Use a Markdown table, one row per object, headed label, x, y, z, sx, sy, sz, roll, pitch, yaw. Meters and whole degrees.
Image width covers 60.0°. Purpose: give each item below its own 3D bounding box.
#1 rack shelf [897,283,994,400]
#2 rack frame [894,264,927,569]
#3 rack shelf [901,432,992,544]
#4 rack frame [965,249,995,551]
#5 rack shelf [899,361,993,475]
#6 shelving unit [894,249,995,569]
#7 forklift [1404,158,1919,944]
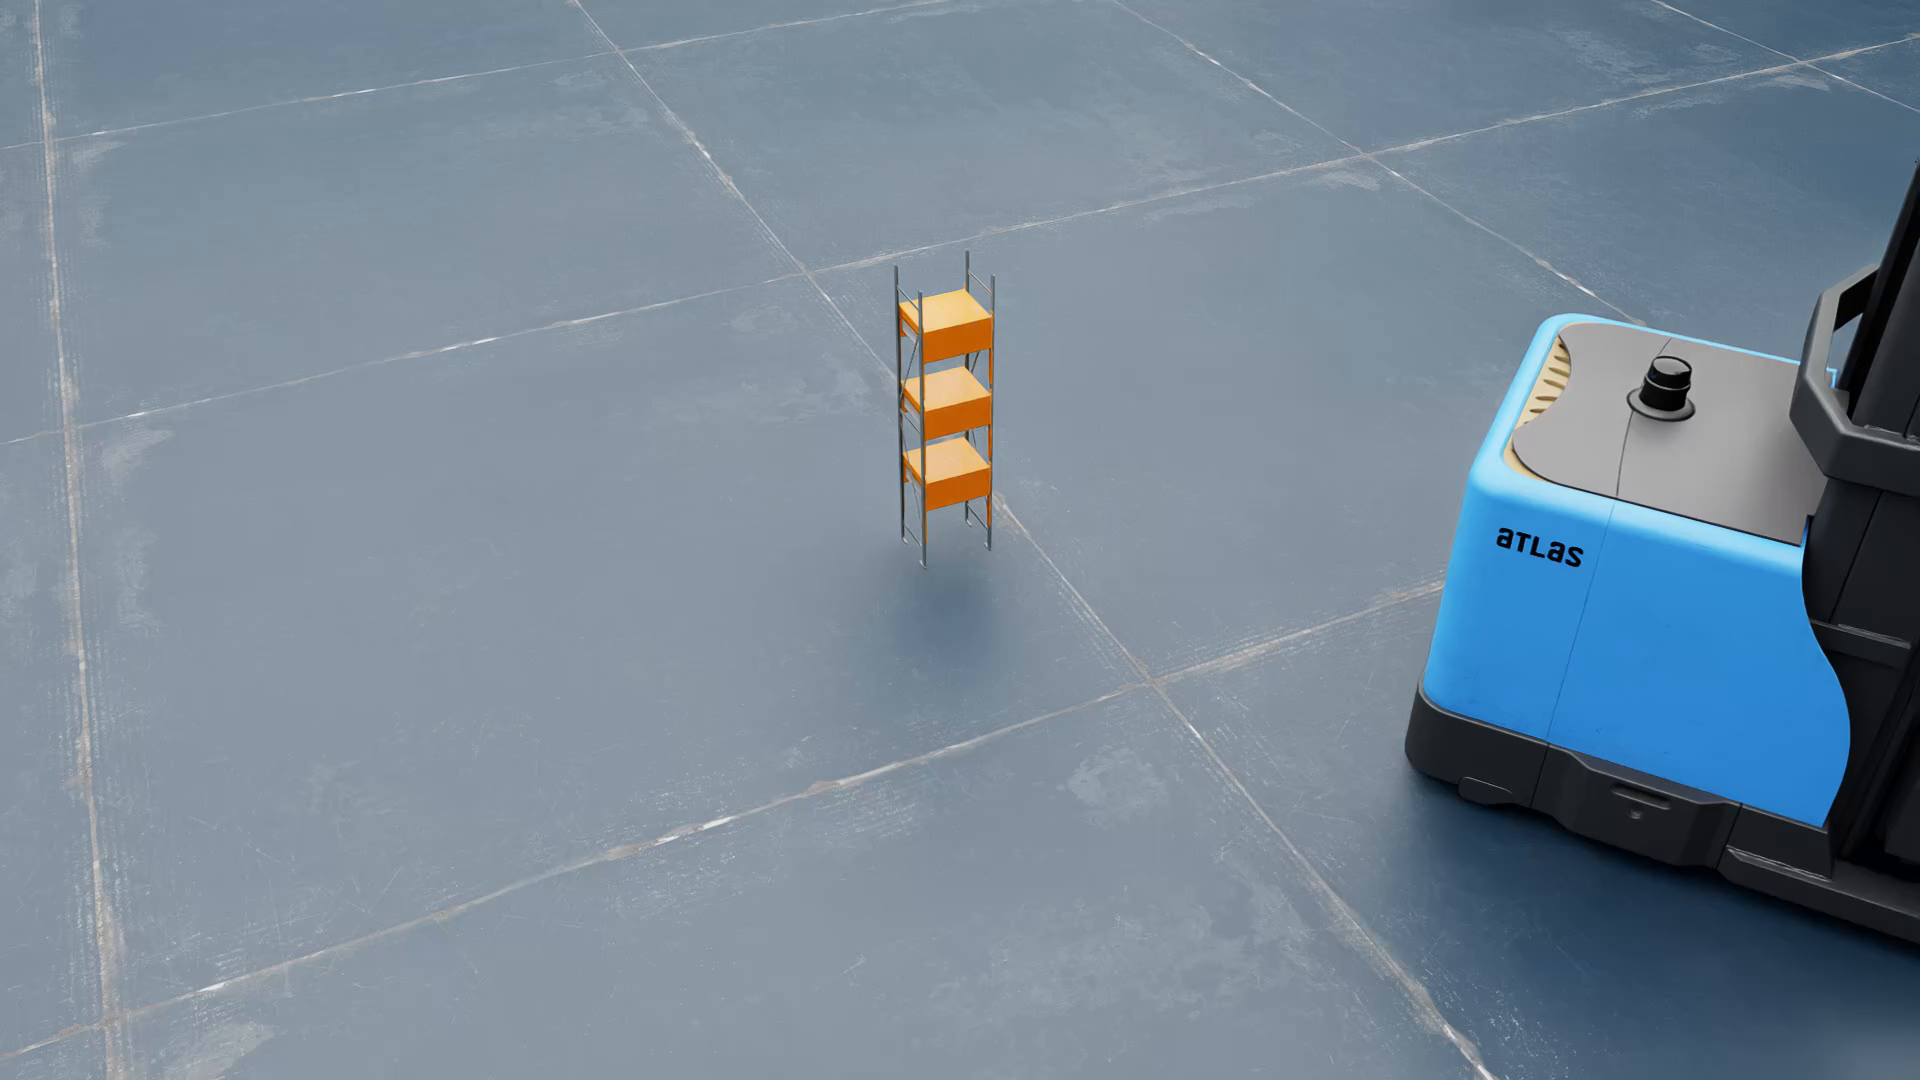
| label | x | y | z | sx | sy | sz | roll | pitch | yaw |
| --- | --- | --- | --- | --- | --- | --- | --- | --- | --- |
| rack shelf | -0.048 | -0.628 | 5.256 | 0.240 | 0.259 | 0.215 | -16 | 39 | -20 |
| rack frame | -0.159 | -0.377 | 5.377 | 0.008 | 1.050 | 0.200 | -16 | 39 | -20 |
| rack shelf | -0.048 | -0.176 | 5.591 | 0.240 | 0.259 | 0.215 | -16 | 39 | -20 |
| rack frame | 0.062 | -0.439 | 5.461 | 0.008 | 1.050 | 0.200 | -16 | 39 | -20 |
| rack shelf | -0.048 | -0.400 | 5.425 | 0.240 | 0.259 | 0.215 | -16 | 39 | -20 |
| shelving unit | -0.048 | -0.408 | 5.419 | 0.252 | 1.050 | 0.215 | -16 | 39 | -20 |
| forklift | 2.834 | -0.339 | 3.747 | 3.031 | 2.935 | 1.130 | 17 | 40 | 22 |
